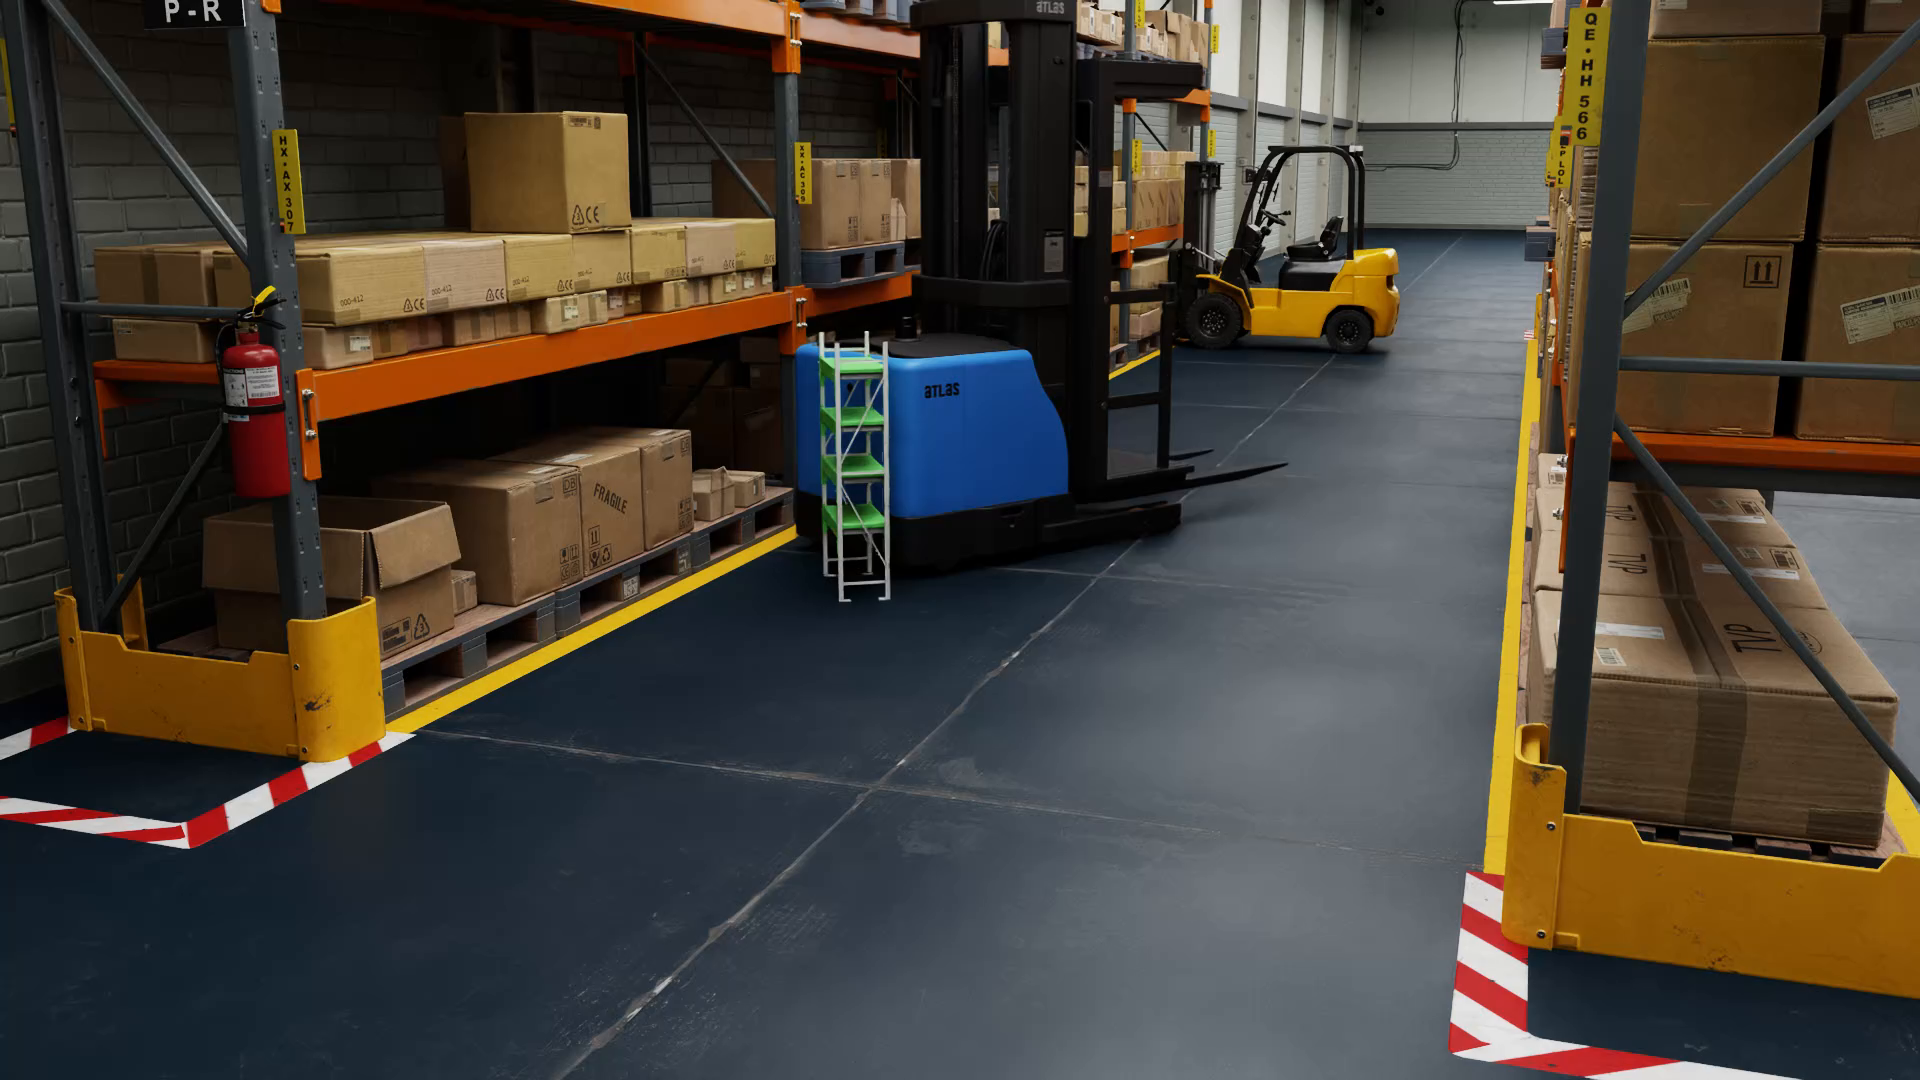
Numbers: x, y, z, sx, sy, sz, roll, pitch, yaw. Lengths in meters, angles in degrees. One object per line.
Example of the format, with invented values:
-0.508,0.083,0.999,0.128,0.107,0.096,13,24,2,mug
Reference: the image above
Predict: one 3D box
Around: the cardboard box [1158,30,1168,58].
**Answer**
1.988,-5.229,17.550,0.396,0.266,0.258,4,13,17,cardboard box

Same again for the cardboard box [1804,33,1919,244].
2.460,-1.022,4.252,0.500,0.500,0.500,4,13,17,cardboard box

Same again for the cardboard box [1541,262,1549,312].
6.347,-2.633,17.334,0.500,0.500,0.500,5,14,19,cardboard box

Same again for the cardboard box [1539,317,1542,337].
6.353,-2.265,17.408,0.500,0.250,0.500,5,14,22,cardboard box

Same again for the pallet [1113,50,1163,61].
1.471,-4.889,17.125,1.003,0.211,1.213,4,14,18,pallet

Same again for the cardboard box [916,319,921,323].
-0.180,-1.514,12.097,0.380,0.149,0.250,4,13,17,cardboard box

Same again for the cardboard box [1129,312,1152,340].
1.690,-2.230,17.254,0.500,0.250,0.500,5,14,19,cardboard box

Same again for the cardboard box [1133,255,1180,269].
2.176,-3.042,18.562,0.500,0.250,0.500,4,13,17,cardboard box

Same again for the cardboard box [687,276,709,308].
-1.468,-1.230,8.200,0.380,0.149,0.250,5,14,20,cardboard box

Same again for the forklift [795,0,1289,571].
0.595,-1.522,9.070,3.031,2.935,1.130,-10,16,-38,forklift

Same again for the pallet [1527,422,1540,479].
4.297,-0.569,11.008,1.003,0.211,1.213,4,14,18,pallet

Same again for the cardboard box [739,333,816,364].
-1.058,-1.112,9.666,0.380,0.149,0.250,4,13,17,cardboard box

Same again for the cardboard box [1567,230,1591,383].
2.118,-0.679,4.997,0.500,0.500,0.500,4,13,17,cardboard box

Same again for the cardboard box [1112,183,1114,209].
1.143,-3.228,15.604,0.500,0.250,0.500,4,13,17,cardboard box

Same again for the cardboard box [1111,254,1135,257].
1.677,-3.077,18.717,0.500,0.250,0.500,4,13,17,cardboard box

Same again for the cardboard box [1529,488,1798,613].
2.736,0.110,6.578,0.875,0.438,0.875,4,13,17,cardboard box

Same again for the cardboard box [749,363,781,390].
-1.001,-0.962,9.680,0.380,0.149,0.250,5,14,21,cardboard box

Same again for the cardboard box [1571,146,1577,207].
2.777,-1.595,6.762,0.500,0.500,0.500,4,14,18,cardboard box

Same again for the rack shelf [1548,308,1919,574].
2.682,-0.475,5.946,1.077,0.370,4.000,4,14,18,rack shelf

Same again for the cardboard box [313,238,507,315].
-2.098,-1.016,6.366,0.500,0.250,0.500,5,14,19,cardboard box

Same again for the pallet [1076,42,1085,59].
0.420,-4.201,14.338,1.003,0.211,1.213,5,14,21,pallet

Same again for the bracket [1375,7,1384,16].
12.380,-15.606,49.049,0.235,0.232,0.430,4,14,18,bracket

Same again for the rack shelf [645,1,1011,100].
-0.721,-3.137,10.865,1.077,0.370,4.000,4,14,18,rack shelf

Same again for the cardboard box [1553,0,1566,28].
5.044,-4.217,13.375,0.500,0.250,0.500,4,14,18,cardboard box

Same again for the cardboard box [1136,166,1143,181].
1.654,-3.756,17.021,0.380,0.149,0.250,5,14,20,cardboard box

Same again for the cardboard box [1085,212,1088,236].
0.957,-2.882,15.209,0.500,0.250,0.500,4,14,19,cardboard box

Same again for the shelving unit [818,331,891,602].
-0.500,-0.358,7.859,0.258,1.200,0.503,-3,13,-13,shelving unit

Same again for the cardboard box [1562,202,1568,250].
3.397,-1.634,8.619,0.500,0.250,0.500,5,14,20,cardboard box

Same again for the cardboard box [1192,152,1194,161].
2.547,-4.496,19.593,0.380,0.149,0.250,4,14,18,cardboard box

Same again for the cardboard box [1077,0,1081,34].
0.720,-4.560,14.091,0.500,0.500,0.500,5,14,20,cardboard box

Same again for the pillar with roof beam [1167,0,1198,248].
7.451,-7.927,23.495,9.100,9.000,0.400,4,14,18,pillar with roof beam

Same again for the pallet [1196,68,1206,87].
2.261,-5.403,19.375,1.003,0.211,1.213,4,14,18,pallet

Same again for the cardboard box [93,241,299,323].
-2.765,-0.949,6.075,0.500,0.250,0.500,5,14,20,cardboard box

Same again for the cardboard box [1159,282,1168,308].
2.003,-2.687,18.131,0.500,0.250,0.500,4,14,18,cardboard box

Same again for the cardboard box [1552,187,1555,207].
4.665,-2.713,12.298,0.500,0.500,0.500,4,13,17,cardboard box

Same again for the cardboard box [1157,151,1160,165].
1.916,-4.063,17.698,0.380,0.149,0.250,4,13,18,cardboard box

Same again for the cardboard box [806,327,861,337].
-0.906,-1.385,11.530,0.380,0.149,0.250,4,14,19,cardboard box

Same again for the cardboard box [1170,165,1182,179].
2.275,-4.130,18.661,0.380,0.149,0.250,4,14,19,cardboard box

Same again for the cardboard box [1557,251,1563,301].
3.236,-1.287,8.221,0.500,0.250,0.500,4,13,17,cardboard box

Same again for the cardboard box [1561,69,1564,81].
6.383,-4.795,17.079,0.380,0.149,0.250,5,14,19,cardboard box

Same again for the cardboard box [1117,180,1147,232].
1.611,-3.412,16.969,0.500,0.500,0.500,4,13,17,cardboard box

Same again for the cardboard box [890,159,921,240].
-0.579,-2.217,10.793,0.700,0.500,0.500,4,14,18,cardboard box

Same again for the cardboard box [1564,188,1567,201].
3.397,-2.005,8.560,0.500,0.500,0.500,5,14,20,cardboard box

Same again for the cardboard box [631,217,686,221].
-1.784,-1.591,8.885,0.500,0.250,0.500,4,14,18,cardboard box

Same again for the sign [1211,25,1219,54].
3.023,-5.944,19.736,0.100,0.325,0.005,4,14,18,sign

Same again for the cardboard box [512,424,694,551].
-1.726,-0.265,8.083,0.700,0.500,0.500,4,13,16,cardboard box

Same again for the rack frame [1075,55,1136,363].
1.220,-3.288,16.653,1.000,3.000,0.127,4,14,18,rack frame

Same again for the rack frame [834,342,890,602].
-0.446,-0.305,7.627,0.240,1.200,0.015,-3,13,-13,rack frame

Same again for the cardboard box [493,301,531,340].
-1.986,-0.908,6.792,0.380,0.149,0.250,5,14,19,cardboard box

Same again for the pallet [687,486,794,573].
-1.592,-0.100,8.951,1.003,0.211,1.213,4,14,18,pallet

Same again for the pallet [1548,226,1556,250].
5.225,-2.416,13.262,1.003,0.211,1.213,4,14,18,pallet

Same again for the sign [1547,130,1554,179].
4.107,-2.652,11.444,0.100,0.325,0.005,4,14,18,sign
